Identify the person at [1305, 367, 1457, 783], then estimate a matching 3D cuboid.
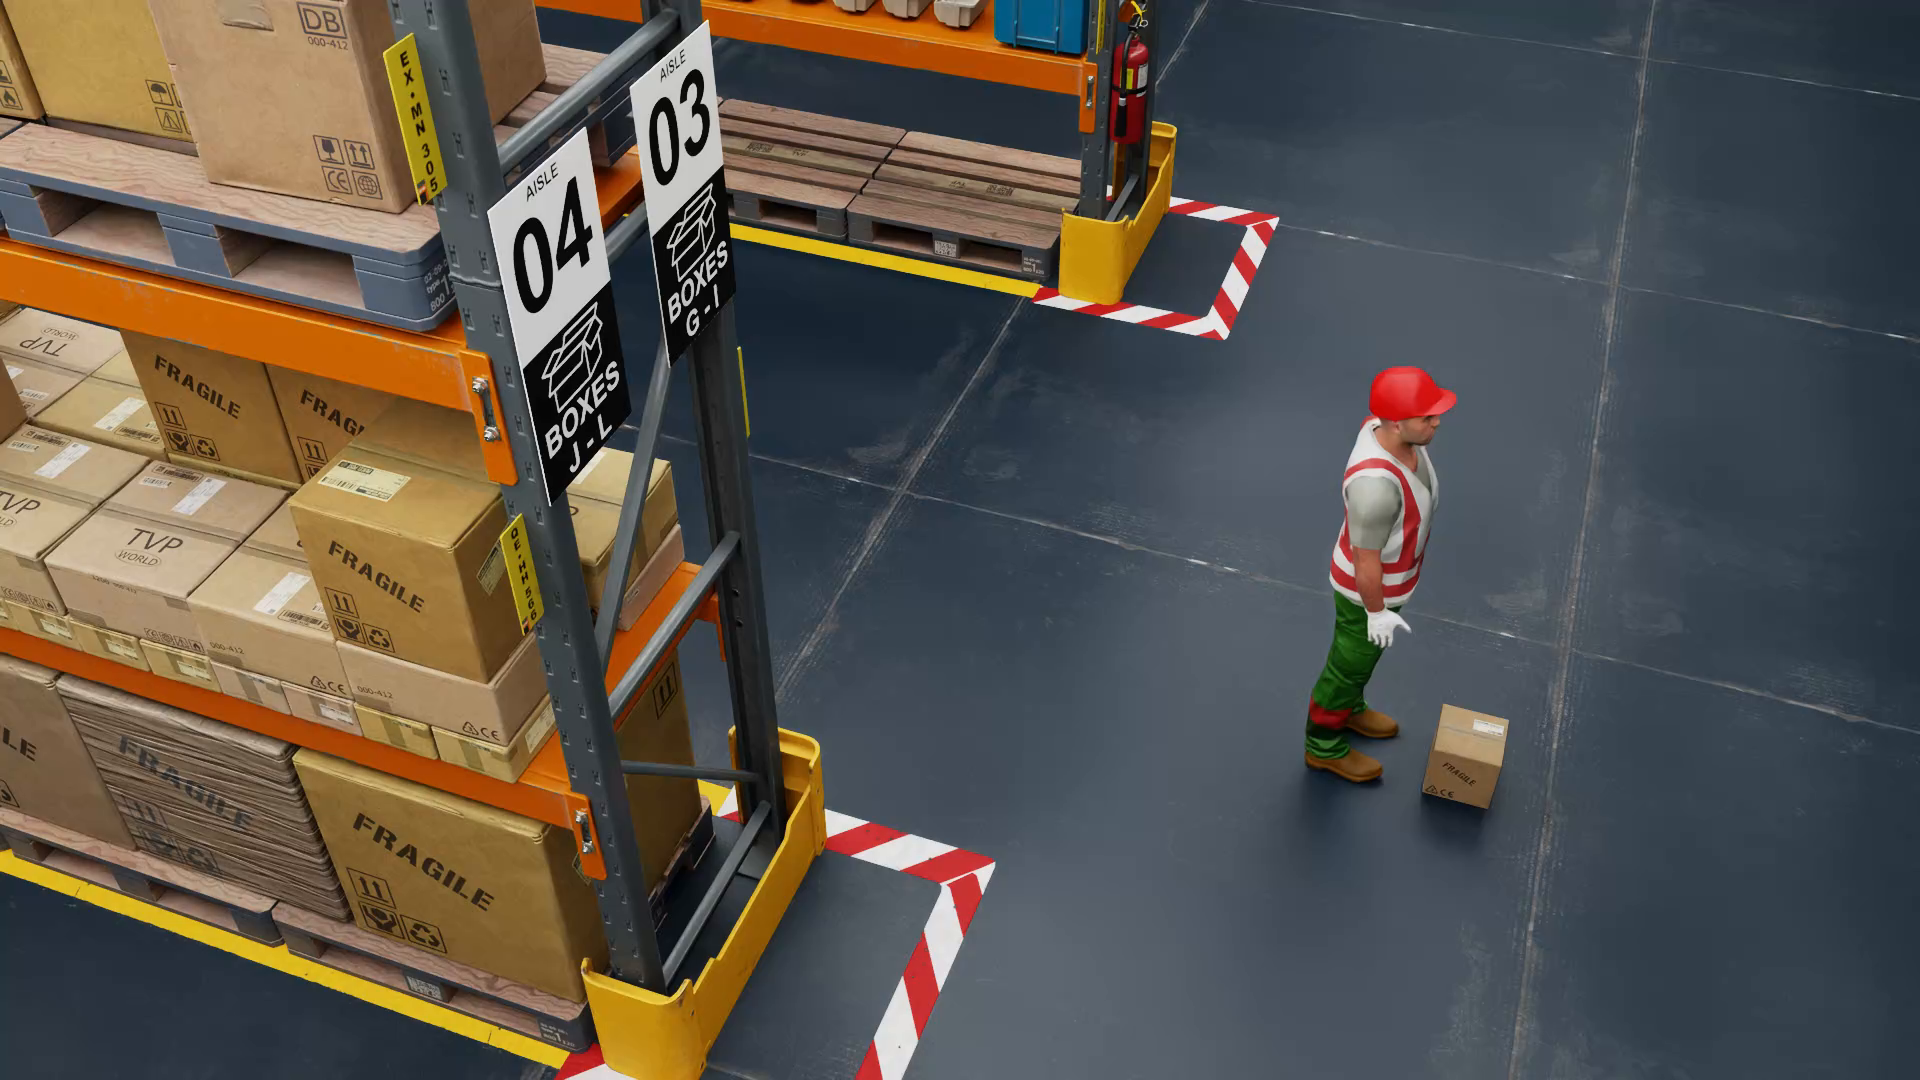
[{"bbox_3d":[1.512,0.134,5.976,0.383,1.798,0.534,14,43,16],"label":"person"}]
